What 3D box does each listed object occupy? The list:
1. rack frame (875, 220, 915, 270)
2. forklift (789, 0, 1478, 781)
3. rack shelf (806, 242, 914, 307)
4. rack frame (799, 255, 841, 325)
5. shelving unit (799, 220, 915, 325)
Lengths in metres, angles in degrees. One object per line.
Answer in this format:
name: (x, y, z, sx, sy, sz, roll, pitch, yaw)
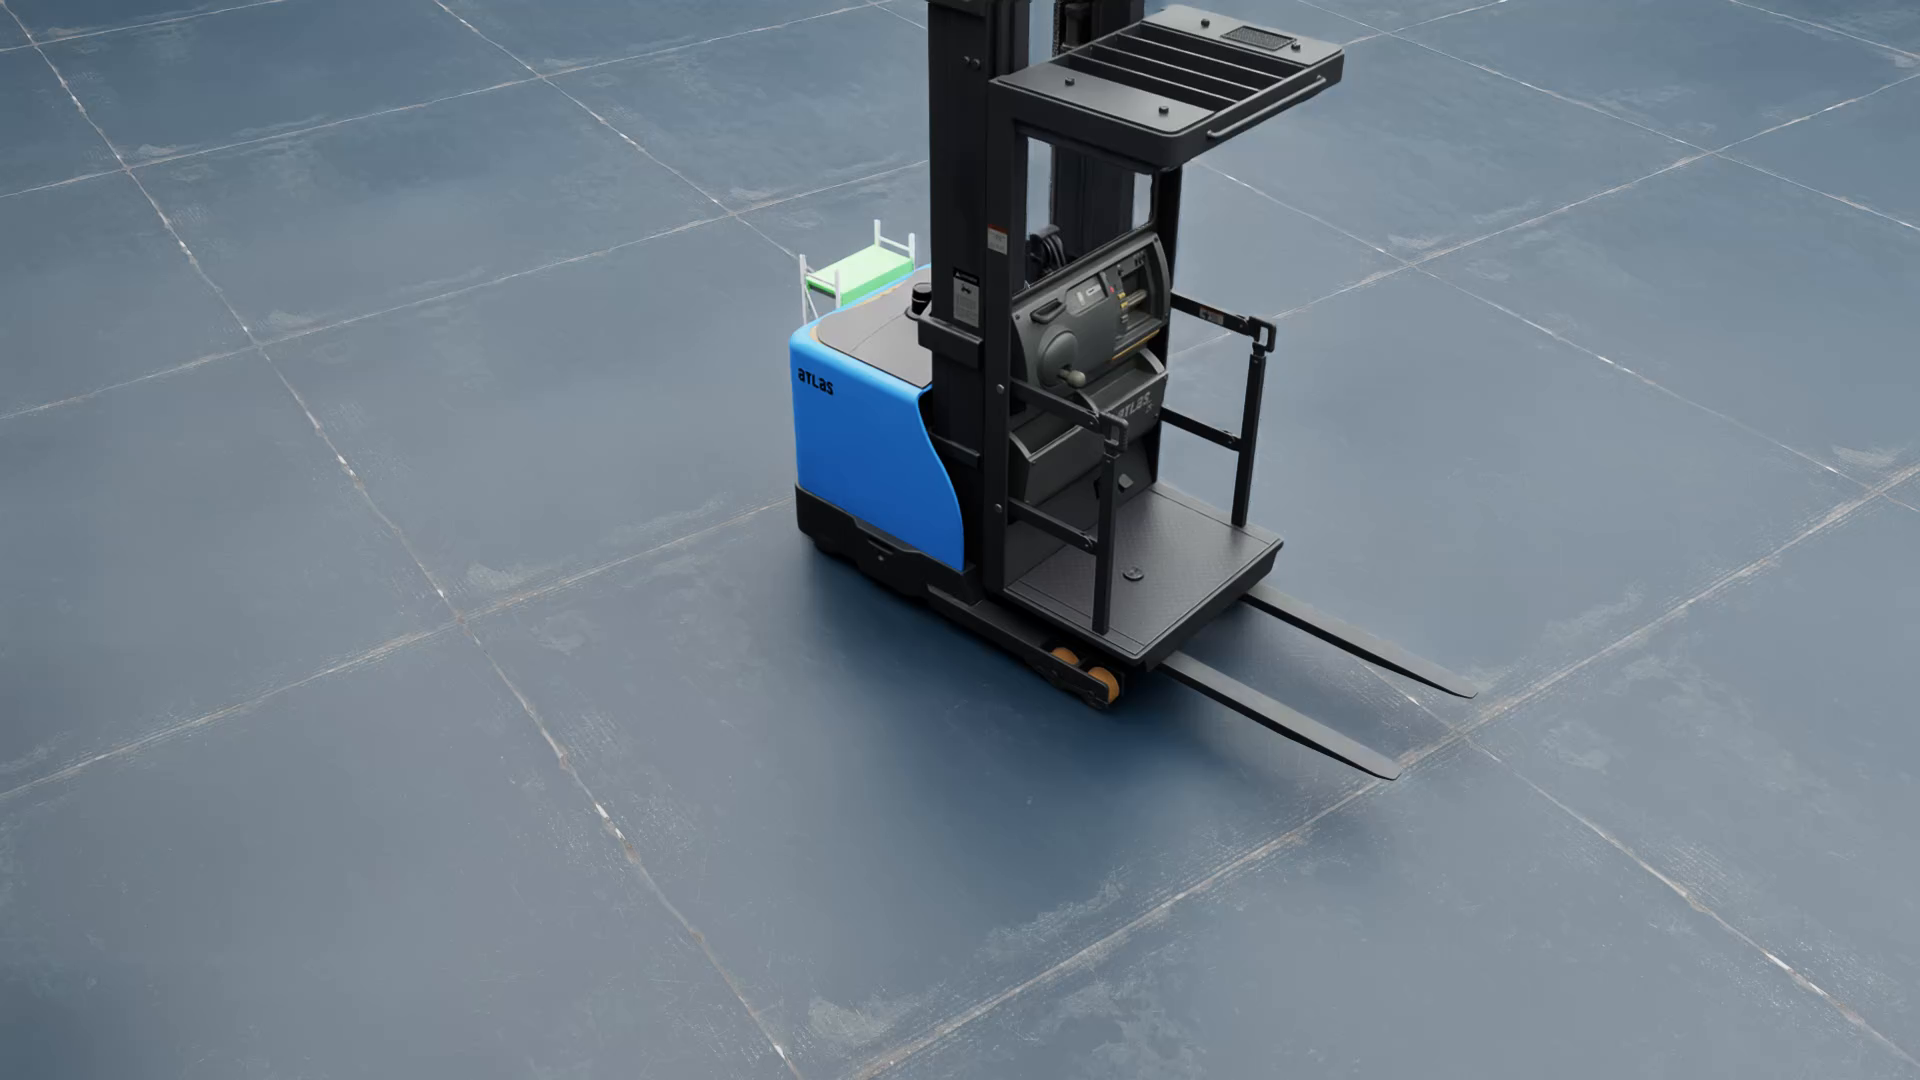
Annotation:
rack frame: (-0.305, -0.962, 8.060, 0.240, 1.200, 0.015, 27, 44, 32)
forklift: (0.685, -0.852, 6.424, 3.031, 2.935, 1.130, 27, 44, 32)
rack shelf: (-0.466, -1.193, 7.669, 0.258, 0.148, 0.480, 27, 44, 32)
rack frame: (-0.626, -0.748, 7.763, 0.240, 1.200, 0.015, 27, 44, 32)
shelving unit: (-0.466, -0.855, 7.912, 0.258, 1.200, 0.503, 27, 44, 32)
